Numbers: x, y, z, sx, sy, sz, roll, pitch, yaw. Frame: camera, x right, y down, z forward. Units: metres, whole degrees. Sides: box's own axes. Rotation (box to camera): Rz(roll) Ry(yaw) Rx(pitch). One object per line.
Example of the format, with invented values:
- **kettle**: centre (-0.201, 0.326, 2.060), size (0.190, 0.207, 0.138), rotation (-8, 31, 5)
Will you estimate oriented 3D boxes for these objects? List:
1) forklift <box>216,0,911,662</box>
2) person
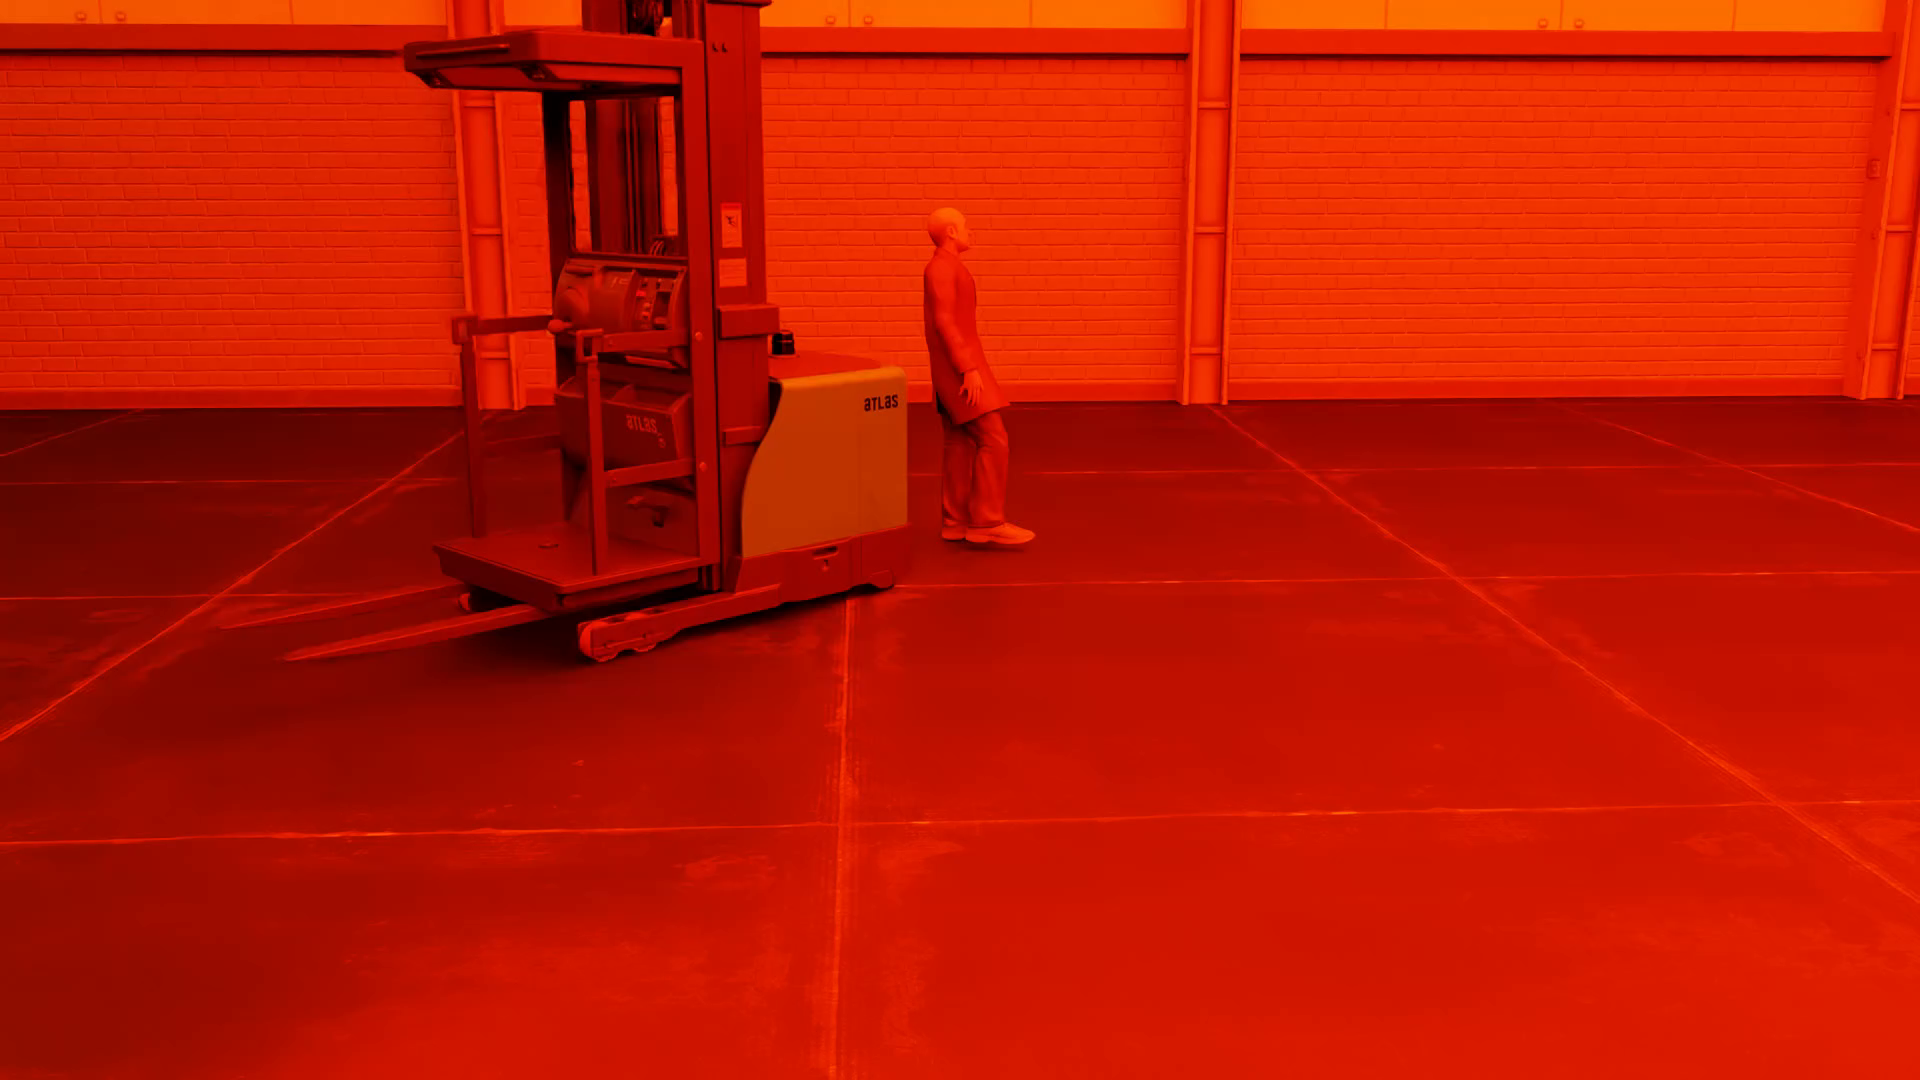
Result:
- **forklift**: centre (-1.638, -1.055, 7.115), size (3.031, 2.935, 1.130), rotation (-12, 18, -43)
- **person**: centre (0.093, -0.875, 8.908), size (0.580, 1.777, 0.698), rotation (-1, 13, -3)
